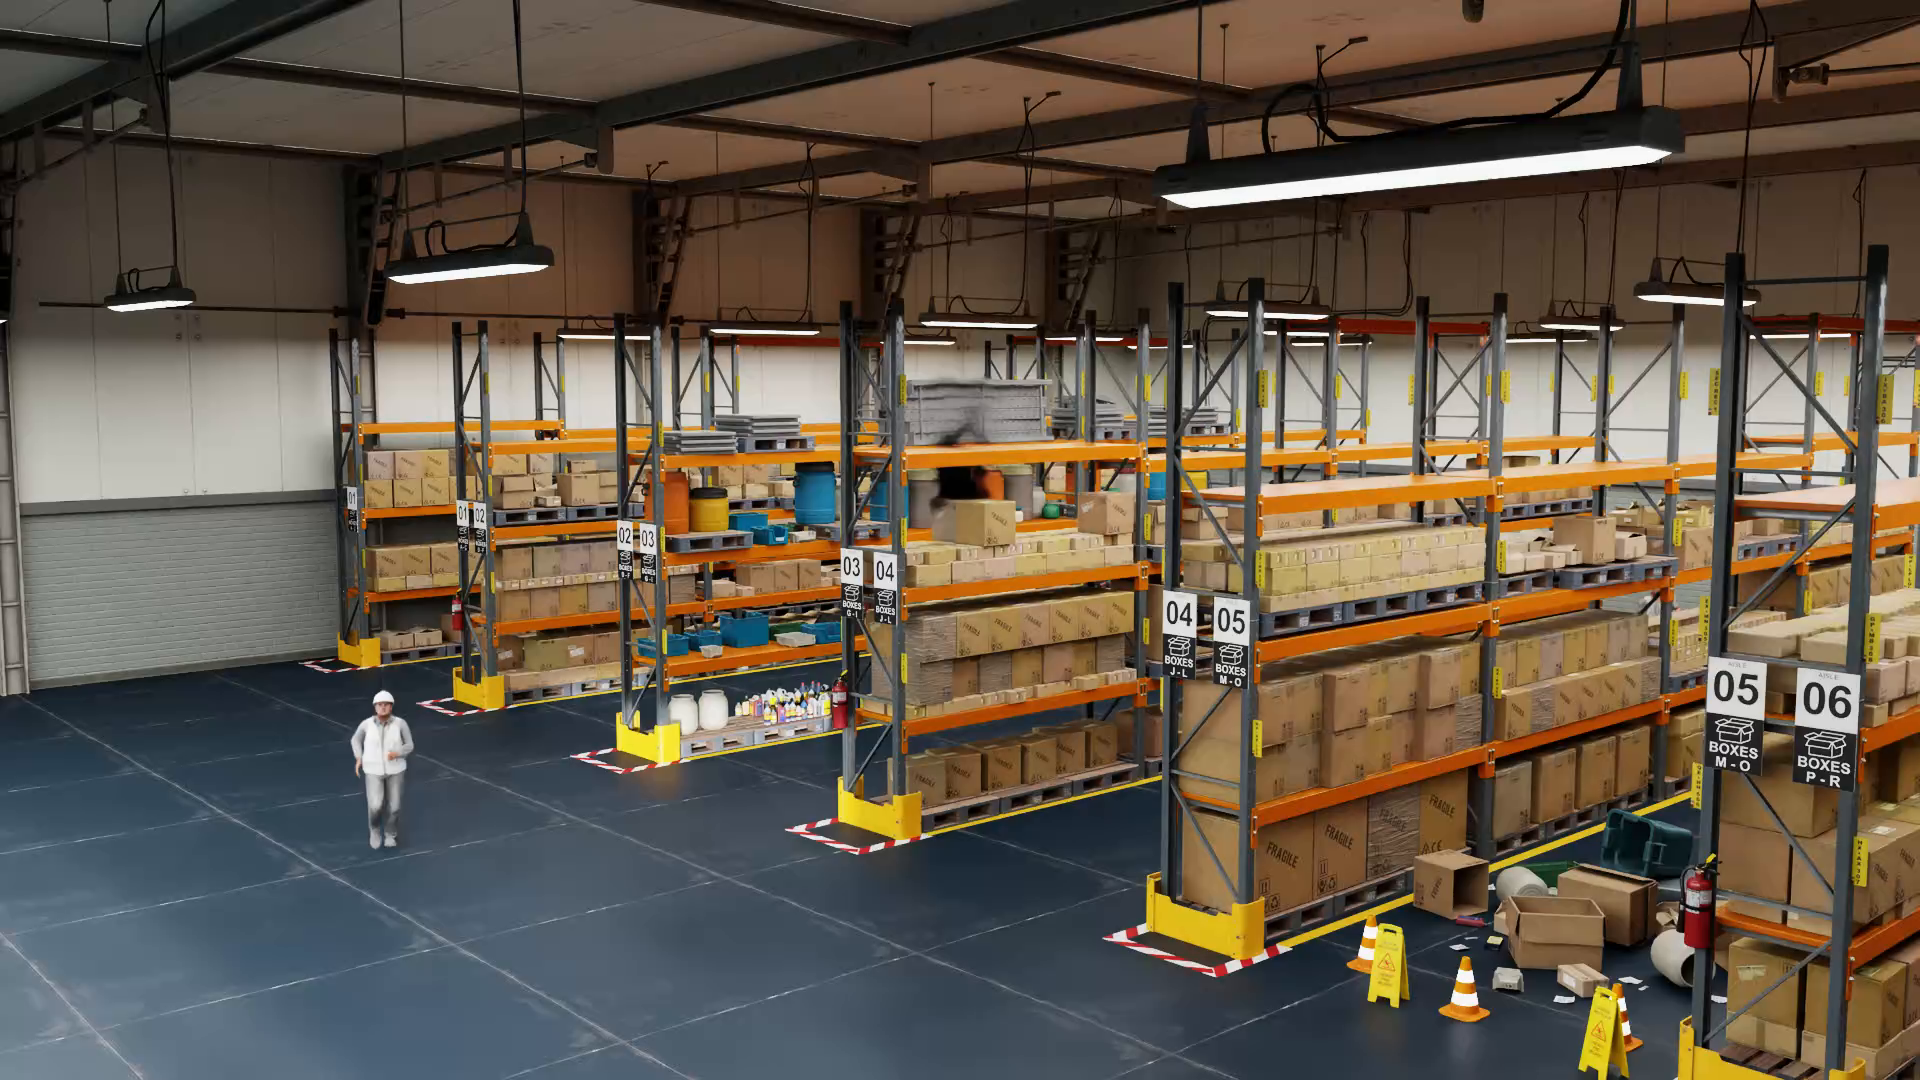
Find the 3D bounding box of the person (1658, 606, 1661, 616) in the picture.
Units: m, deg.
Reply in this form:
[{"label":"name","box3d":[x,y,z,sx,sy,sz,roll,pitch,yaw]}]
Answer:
[{"label":"person","box3d":[10.705,1.834,25.334,0.685,1.685,0.546,-4,7,-33]}]

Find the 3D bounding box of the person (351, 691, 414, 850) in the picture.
[{"label":"person","box3d":[-6.243,2.507,18.016,0.639,1.736,0.651,-2,6,-21]}]

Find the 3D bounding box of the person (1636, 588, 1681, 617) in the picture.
[{"label":"person","box3d":[11.748,1.532,28.027,0.699,1.738,0.906,3,7,31]}]
